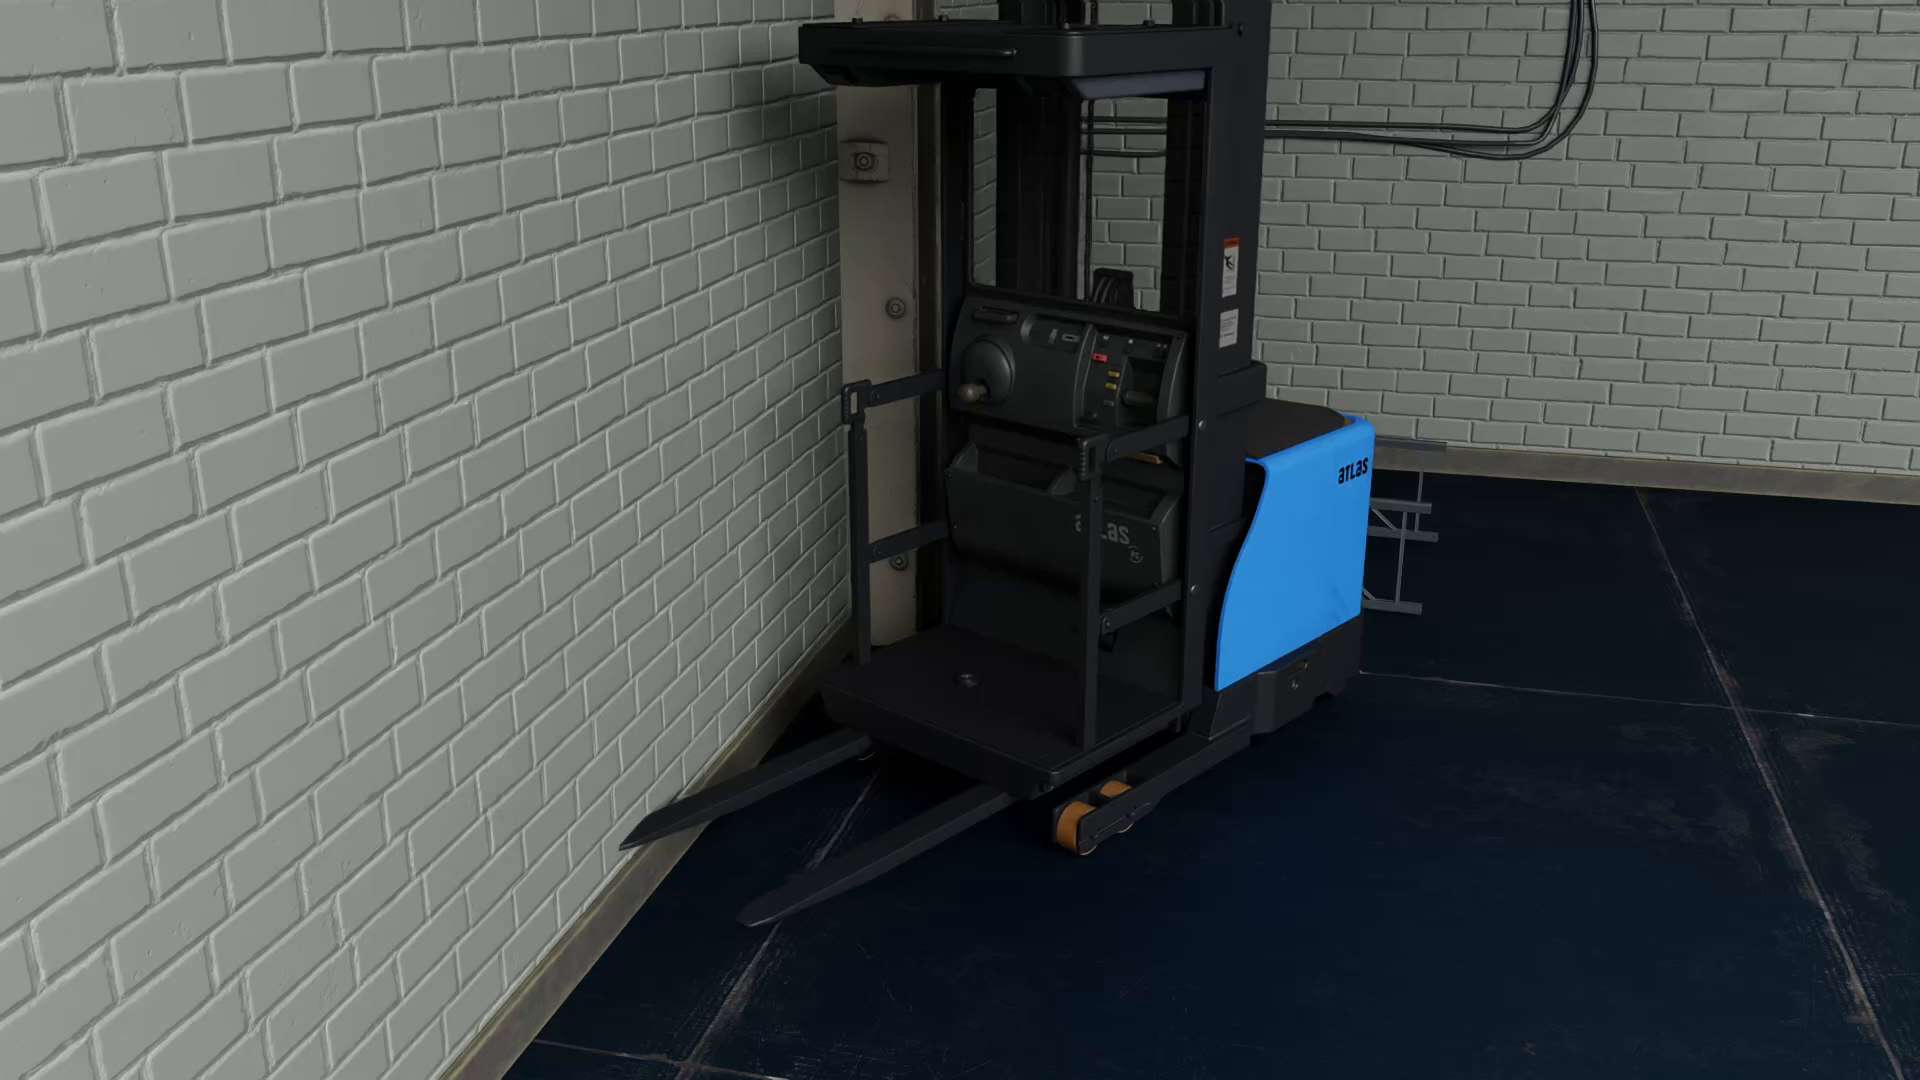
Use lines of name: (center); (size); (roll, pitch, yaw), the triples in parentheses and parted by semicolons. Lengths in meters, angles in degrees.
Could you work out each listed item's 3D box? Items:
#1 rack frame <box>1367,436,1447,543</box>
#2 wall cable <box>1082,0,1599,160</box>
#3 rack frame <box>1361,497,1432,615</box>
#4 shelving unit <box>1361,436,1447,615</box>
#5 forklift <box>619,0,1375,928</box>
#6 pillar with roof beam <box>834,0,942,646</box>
rack frame: (1.617, -0.307, 8.252); (1.500, 0.500, 0.032); (6, 20, 18)
wall cable: (1.729, -3.230, 8.527); (3.097, 2.526, 0.112); (5, 19, 13)
rack frame: (1.285, 0.004, 7.343); (1.500, 0.500, 0.032); (6, 20, 18)
shelving unit: (1.451, -0.151, 7.798); (1.500, 0.538, 1.048); (6, 20, 18)
forklift: (0.201, -0.574, 5.334); (1.130, 2.935, 3.031); (16, 25, 39)
pillar with roof beam: (3.902, -3.541, 4.632); (9.100, 9.000, 0.400); (5, 19, 13)
